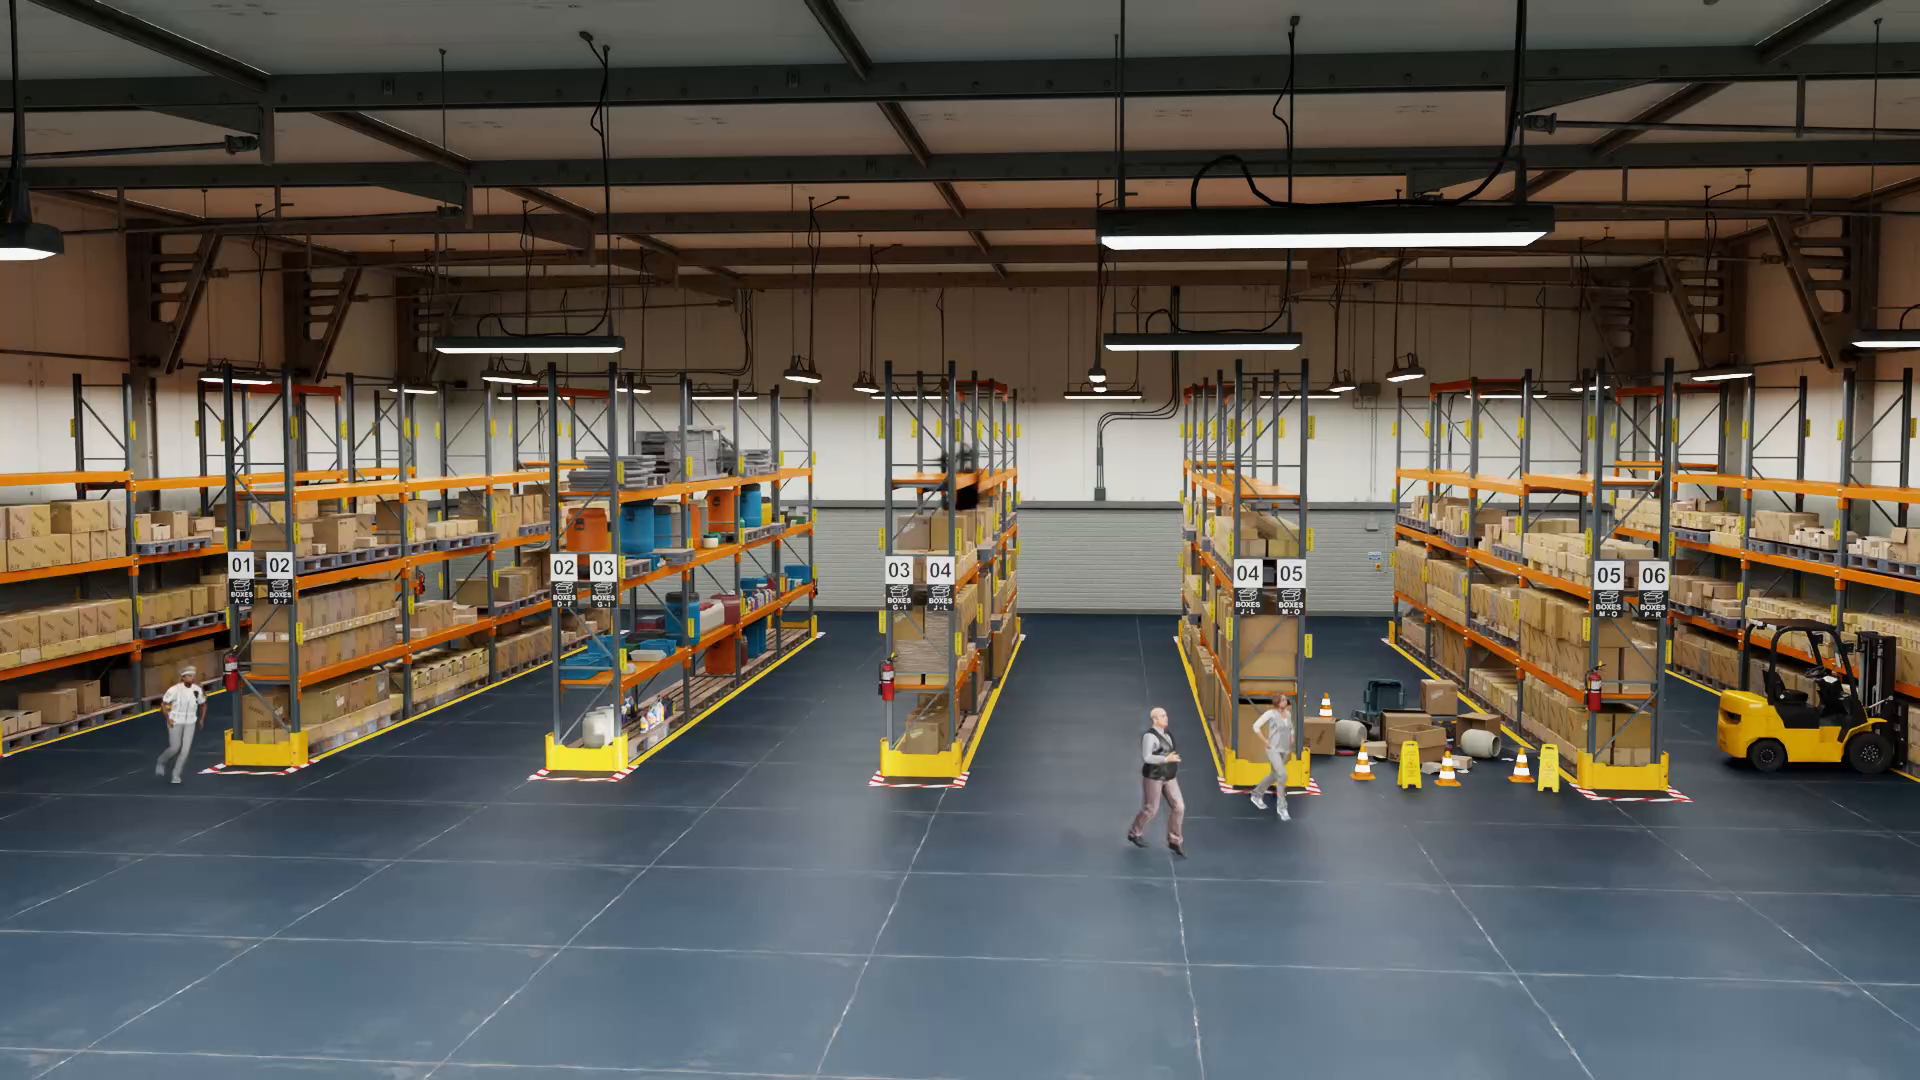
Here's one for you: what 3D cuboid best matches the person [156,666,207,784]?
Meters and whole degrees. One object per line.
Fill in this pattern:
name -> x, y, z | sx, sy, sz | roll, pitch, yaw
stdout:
person -> -11.150, 2.620, 23.838 | 0.558, 1.643, 0.638 | 4, 5, 44

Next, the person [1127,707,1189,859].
person -> 2.329, 2.856, 19.610 | 0.801, 1.784, 0.643 | 4, 5, 44

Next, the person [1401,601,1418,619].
person -> 10.976, 1.529, 40.474 | 0.688, 1.625, 0.873 | 2, 4, 22

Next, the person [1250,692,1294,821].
person -> 4.114, 2.788, 21.641 | 0.569, 1.648, 0.699 | -3, 5, -36
